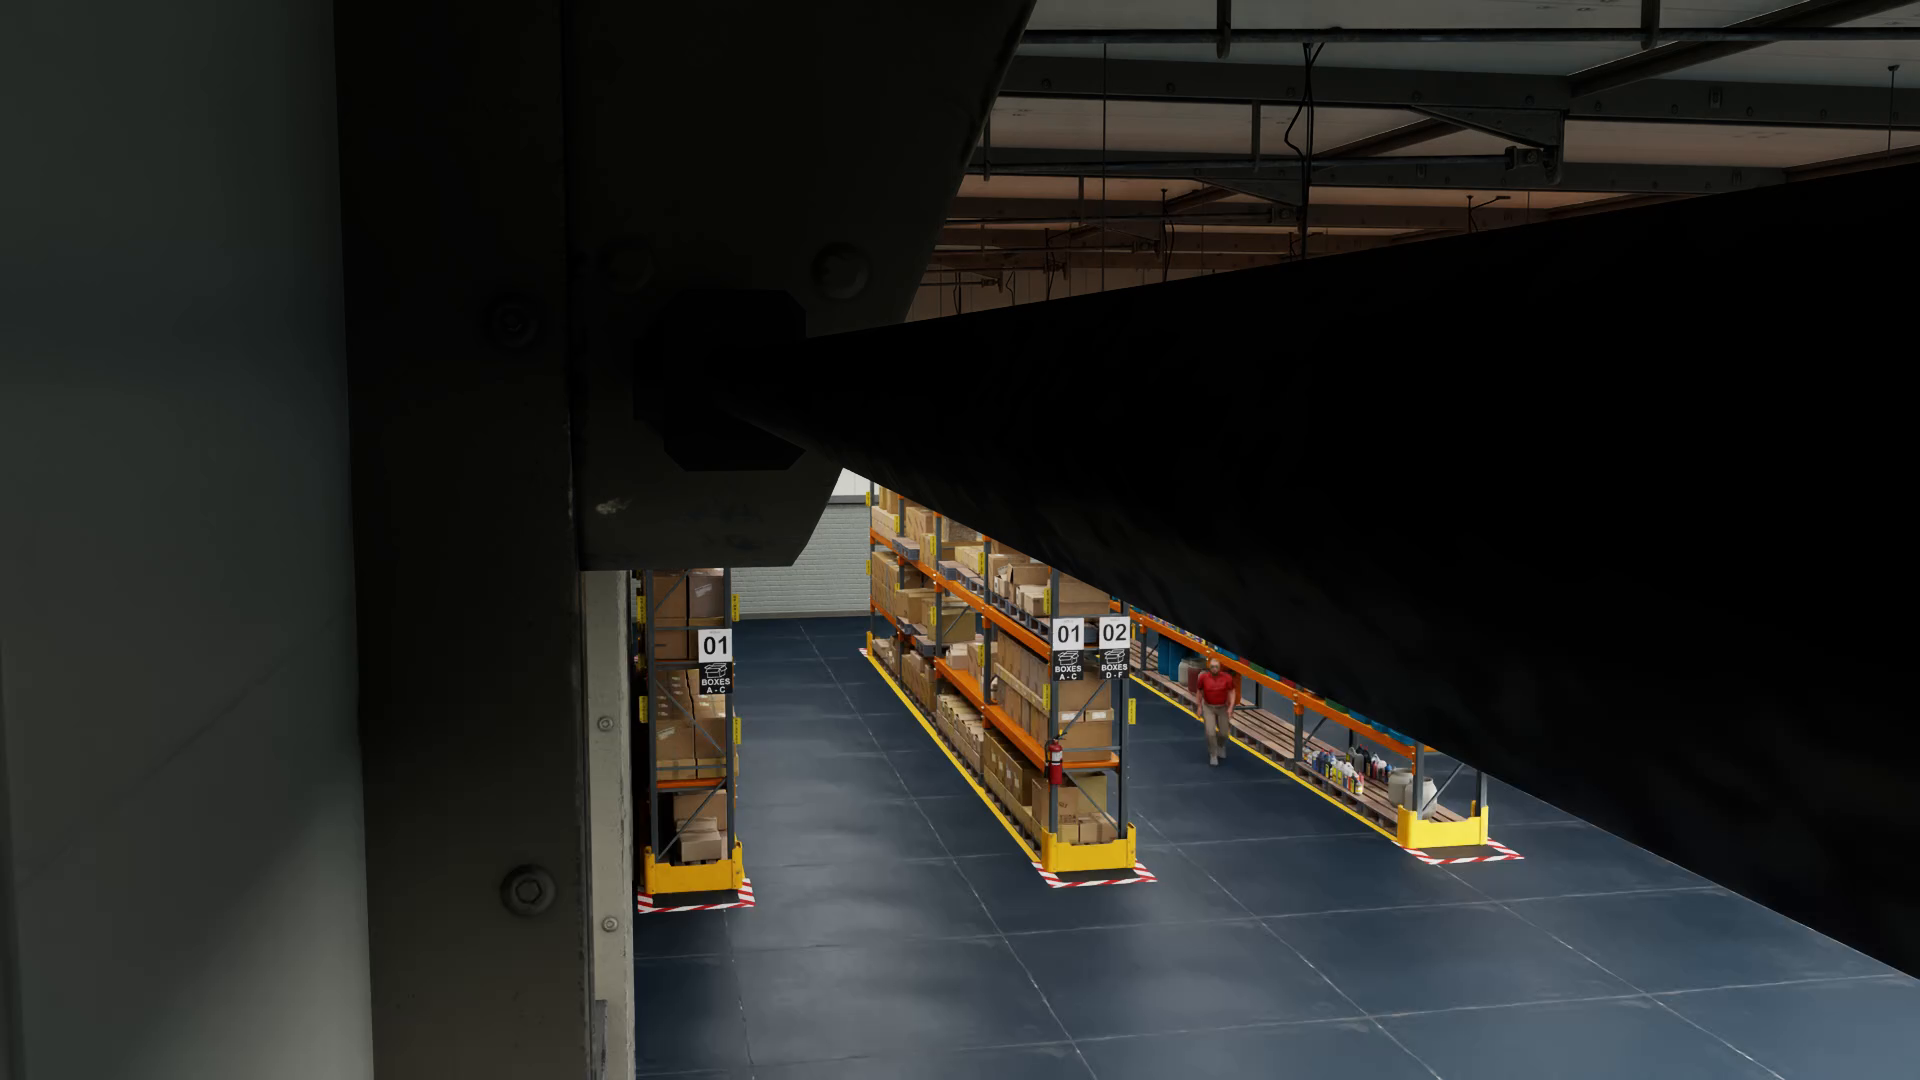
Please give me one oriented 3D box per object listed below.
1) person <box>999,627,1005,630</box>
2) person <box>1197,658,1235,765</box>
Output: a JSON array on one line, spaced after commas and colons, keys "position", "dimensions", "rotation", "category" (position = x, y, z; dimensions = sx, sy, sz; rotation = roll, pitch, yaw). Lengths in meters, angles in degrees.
[{"position": [1.031, 2.105, 32.005], "dimensions": [0.639, 1.712, 1.128], "rotation": [-2, 6, -16], "category": "person"}, {"position": [4.101, 2.710, 26.657], "dimensions": [0.600, 1.708, 0.625], "rotation": [1, 6, 7], "category": "person"}]
